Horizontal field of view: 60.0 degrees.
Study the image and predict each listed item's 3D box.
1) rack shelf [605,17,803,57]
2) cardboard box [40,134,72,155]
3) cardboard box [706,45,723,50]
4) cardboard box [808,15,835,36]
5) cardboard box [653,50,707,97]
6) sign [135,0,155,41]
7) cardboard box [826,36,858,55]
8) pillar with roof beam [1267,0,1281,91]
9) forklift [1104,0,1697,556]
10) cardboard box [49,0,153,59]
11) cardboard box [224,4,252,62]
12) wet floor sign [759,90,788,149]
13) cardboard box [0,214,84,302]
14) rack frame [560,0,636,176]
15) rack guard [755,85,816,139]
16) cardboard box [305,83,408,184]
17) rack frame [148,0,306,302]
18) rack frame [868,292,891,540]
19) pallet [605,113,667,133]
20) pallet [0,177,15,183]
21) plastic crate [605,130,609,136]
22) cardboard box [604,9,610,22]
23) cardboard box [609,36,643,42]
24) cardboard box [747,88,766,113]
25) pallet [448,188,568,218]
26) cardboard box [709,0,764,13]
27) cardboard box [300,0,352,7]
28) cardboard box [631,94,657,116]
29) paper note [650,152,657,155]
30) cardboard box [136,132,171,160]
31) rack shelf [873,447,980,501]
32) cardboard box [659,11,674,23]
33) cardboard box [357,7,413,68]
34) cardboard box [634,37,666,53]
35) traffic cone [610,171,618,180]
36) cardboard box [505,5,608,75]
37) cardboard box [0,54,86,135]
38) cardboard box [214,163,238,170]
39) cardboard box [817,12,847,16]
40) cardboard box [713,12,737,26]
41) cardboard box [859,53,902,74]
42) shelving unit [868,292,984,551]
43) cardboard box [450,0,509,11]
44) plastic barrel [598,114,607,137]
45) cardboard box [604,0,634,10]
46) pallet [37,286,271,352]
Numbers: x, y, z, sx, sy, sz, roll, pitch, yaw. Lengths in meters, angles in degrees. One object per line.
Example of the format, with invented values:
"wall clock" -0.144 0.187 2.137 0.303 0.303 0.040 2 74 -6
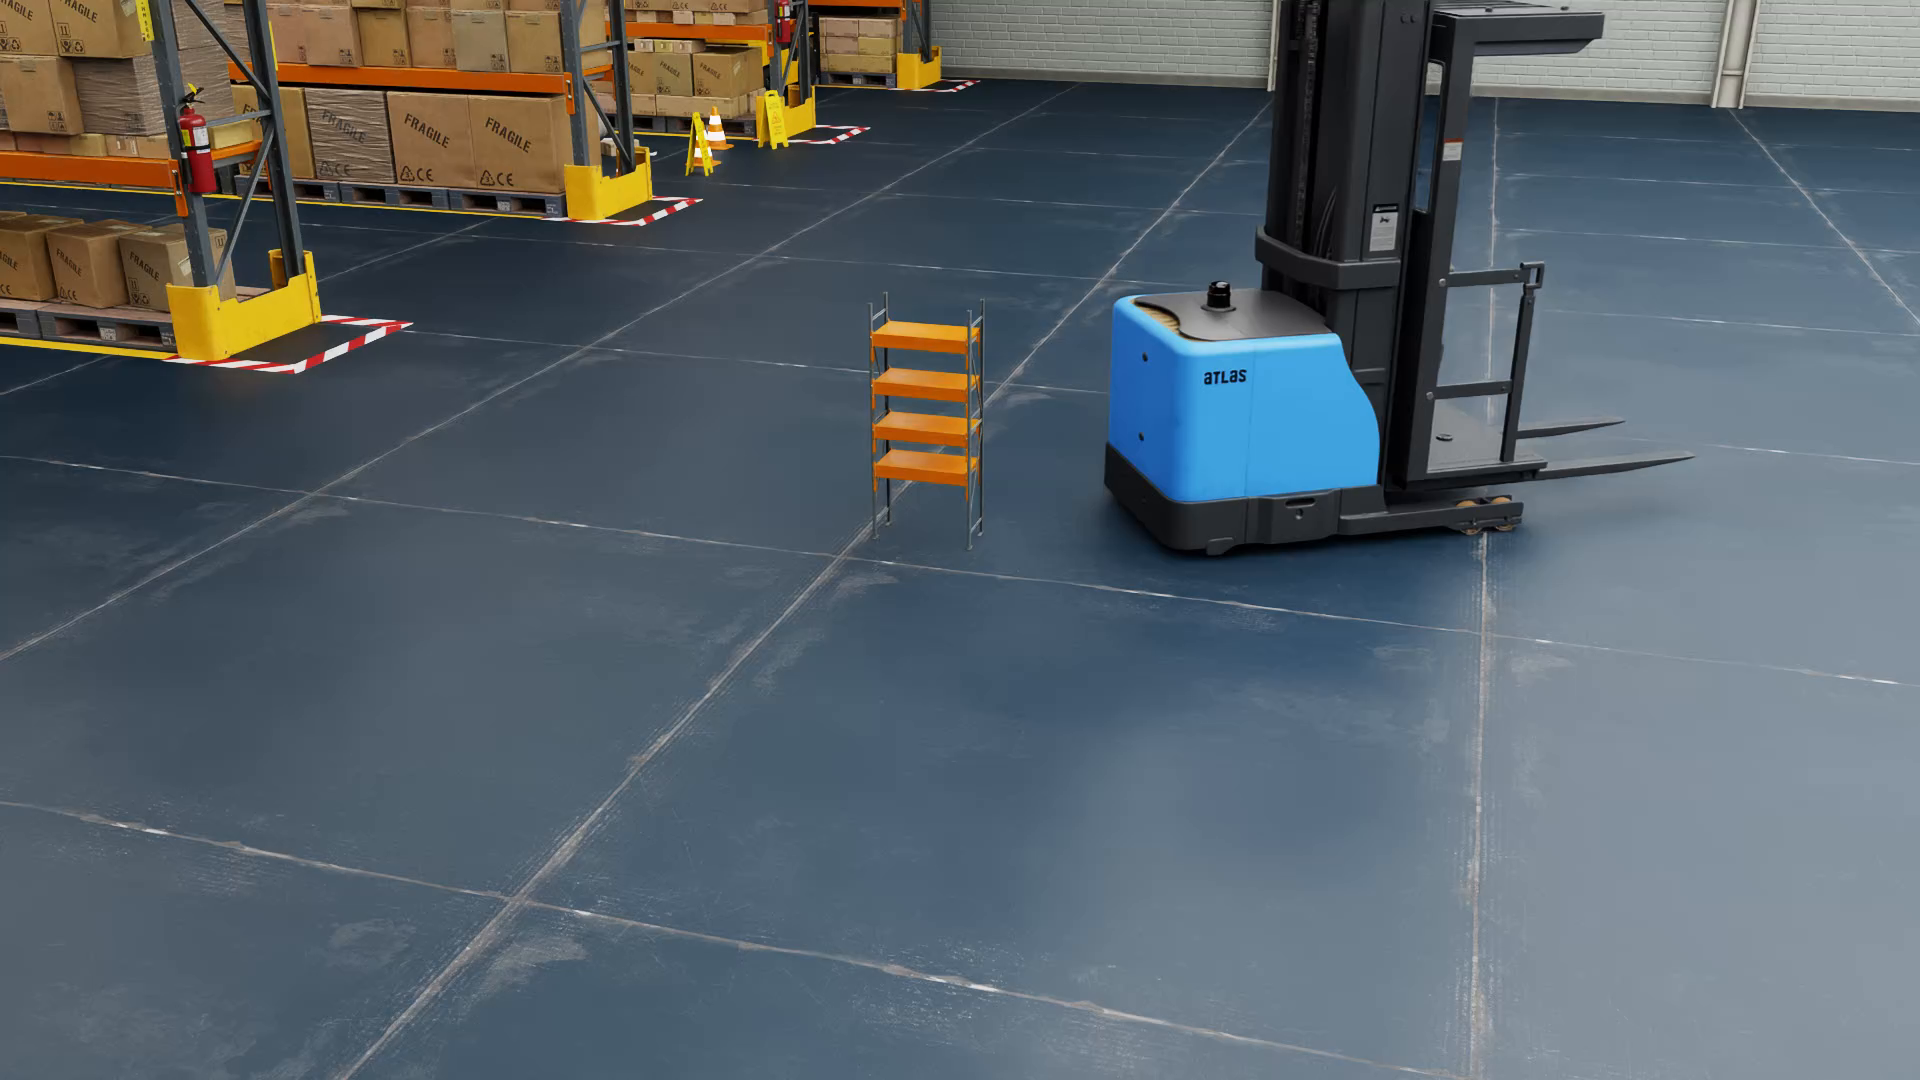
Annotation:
"rack shelf" -3.978 -6.297 20.617 4.000 0.370 1.077 7 23 16
"cardboard box" -5.987 -2.720 11.279 0.250 0.149 0.380 7 23 16
"cardboard box" -3.280 -5.927 20.848 0.500 0.500 0.500 6 23 14
"cardboard box" -2.141 -7.642 24.700 0.500 0.250 0.500 7 23 16
"cardboard box" -3.406 -5.729 20.366 0.500 0.500 0.500 7 23 17
"sign" -5.105 -3.293 10.403 0.005 0.325 0.100 7 23 16
"cardboard box" -1.666 -7.367 24.688 0.500 0.250 0.500 6 23 15
"pillar with roof beam" 3.461 -9.172 18.773 0.400 9.000 9.100 7 23 16
"forklift" 2.338 -1.571 8.237 3.031 2.935 1.130 -6 23 -14
"cardboard box" -5.524 -3.427 10.832 0.500 0.500 0.500 7 23 16
"cardboard box" -6.869 -5.073 16.487 0.550 0.550 0.875 7 23 16
"wet floor sign" -2.191 -4.912 19.395 0.232 0.644 0.267 16 27 34
"cardboard box" -6.695 -2.051 12.059 0.500 0.500 0.500 9 24 20
"rack frame" -3.396 -4.601 15.535 0.127 3.000 1.000 7 23 16
"rack guard" -2.136 -5.263 20.441 0.348 0.500 1.175 7 23 16
"cardboard box" -5.780 -4.059 16.460 0.875 0.875 0.875 7 23 16
"rack frame" -4.926 -2.810 11.169 0.127 3.000 1.000 7 23 16
"rack frame" -0.392 -0.600 8.152 0.015 1.200 0.240 7 23 16
"pallet" -4.068 -5.365 21.072 1.213 0.211 1.003 7 23 16
"pallet" -10.322 -4.074 17.925 1.213 0.211 1.003 7 23 16
"plastic crate" -4.627 -5.029 20.424 0.583 0.080 0.402 -1 22 -3
"cardboard box" -4.213 -6.421 20.302 0.250 0.149 0.380 6 23 15
"cardboard box" -4.965 -7.802 25.913 0.625 0.625 0.875 8 24 18
"cardboard box" -2.756 -5.522 20.849 0.500 0.250 0.500 6 23 15
"pallet" -4.185 -3.370 16.209 1.213 0.211 1.003 7 23 15
"cardboard box" -2.663 -6.554 19.772 0.500 0.500 0.500 6 23 15
"cardboard box" -5.845 -5.429 15.931 0.550 0.550 0.875 7 23 16
"cardboard box" -3.911 -5.439 20.647 0.500 0.250 0.500 6 23 14
"paper note" -3.543 -4.418 18.999 0.142 0.019 0.148 -1 22 -3
"cardboard box" -5.258 -2.650 11.110 0.250 0.149 0.380 7 23 16
"rack shelf" -0.158 -0.327 8.187 0.480 0.148 0.258 7 23 16
"cardboard box" -3.457 -6.378 20.196 0.250 0.149 0.380 7 23 16
"cardboard box" -5.317 -4.897 16.059 0.500 0.550 0.875 7 23 16
"cardboard box" -3.768 -6.047 20.287 0.250 0.149 0.380 8 23 18
"traffic cone" -3.495 -4.002 17.416 0.334 0.463 0.336 7 23 16
"cardboard box" -3.765 -4.695 15.565 0.550 0.550 0.875 7 23 16
"cardboard box" -5.958 -3.076 11.292 0.500 0.500 0.875 7 23 16
"cardboard box" -7.846 -4.229 17.037 0.750 0.750 1.050 6 23 15
"cardboard box" -1.994 -7.833 25.166 0.500 0.250 0.500 6 23 15
"cardboard box" -2.758 -6.245 19.874 0.250 0.149 0.380 6 23 15
"cardboard box" -1.174 -7.074 24.632 0.500 0.250 0.500 7 23 16
"shelving unit" -0.158 -0.573 8.087 0.503 1.200 0.258 7 23 16
"cardboard box" -4.294 -5.252 15.500 0.550 0.550 0.875 7 23 16
"plastic barrel" -4.478 -4.895 19.646 0.512 0.421 0.421 -14 26 -30
"cardboard box" -4.098 -6.729 20.199 0.500 0.500 0.500 7 23 16
"pallet" -5.766 -1.630 11.967 1.213 0.211 1.003 7 23 16
